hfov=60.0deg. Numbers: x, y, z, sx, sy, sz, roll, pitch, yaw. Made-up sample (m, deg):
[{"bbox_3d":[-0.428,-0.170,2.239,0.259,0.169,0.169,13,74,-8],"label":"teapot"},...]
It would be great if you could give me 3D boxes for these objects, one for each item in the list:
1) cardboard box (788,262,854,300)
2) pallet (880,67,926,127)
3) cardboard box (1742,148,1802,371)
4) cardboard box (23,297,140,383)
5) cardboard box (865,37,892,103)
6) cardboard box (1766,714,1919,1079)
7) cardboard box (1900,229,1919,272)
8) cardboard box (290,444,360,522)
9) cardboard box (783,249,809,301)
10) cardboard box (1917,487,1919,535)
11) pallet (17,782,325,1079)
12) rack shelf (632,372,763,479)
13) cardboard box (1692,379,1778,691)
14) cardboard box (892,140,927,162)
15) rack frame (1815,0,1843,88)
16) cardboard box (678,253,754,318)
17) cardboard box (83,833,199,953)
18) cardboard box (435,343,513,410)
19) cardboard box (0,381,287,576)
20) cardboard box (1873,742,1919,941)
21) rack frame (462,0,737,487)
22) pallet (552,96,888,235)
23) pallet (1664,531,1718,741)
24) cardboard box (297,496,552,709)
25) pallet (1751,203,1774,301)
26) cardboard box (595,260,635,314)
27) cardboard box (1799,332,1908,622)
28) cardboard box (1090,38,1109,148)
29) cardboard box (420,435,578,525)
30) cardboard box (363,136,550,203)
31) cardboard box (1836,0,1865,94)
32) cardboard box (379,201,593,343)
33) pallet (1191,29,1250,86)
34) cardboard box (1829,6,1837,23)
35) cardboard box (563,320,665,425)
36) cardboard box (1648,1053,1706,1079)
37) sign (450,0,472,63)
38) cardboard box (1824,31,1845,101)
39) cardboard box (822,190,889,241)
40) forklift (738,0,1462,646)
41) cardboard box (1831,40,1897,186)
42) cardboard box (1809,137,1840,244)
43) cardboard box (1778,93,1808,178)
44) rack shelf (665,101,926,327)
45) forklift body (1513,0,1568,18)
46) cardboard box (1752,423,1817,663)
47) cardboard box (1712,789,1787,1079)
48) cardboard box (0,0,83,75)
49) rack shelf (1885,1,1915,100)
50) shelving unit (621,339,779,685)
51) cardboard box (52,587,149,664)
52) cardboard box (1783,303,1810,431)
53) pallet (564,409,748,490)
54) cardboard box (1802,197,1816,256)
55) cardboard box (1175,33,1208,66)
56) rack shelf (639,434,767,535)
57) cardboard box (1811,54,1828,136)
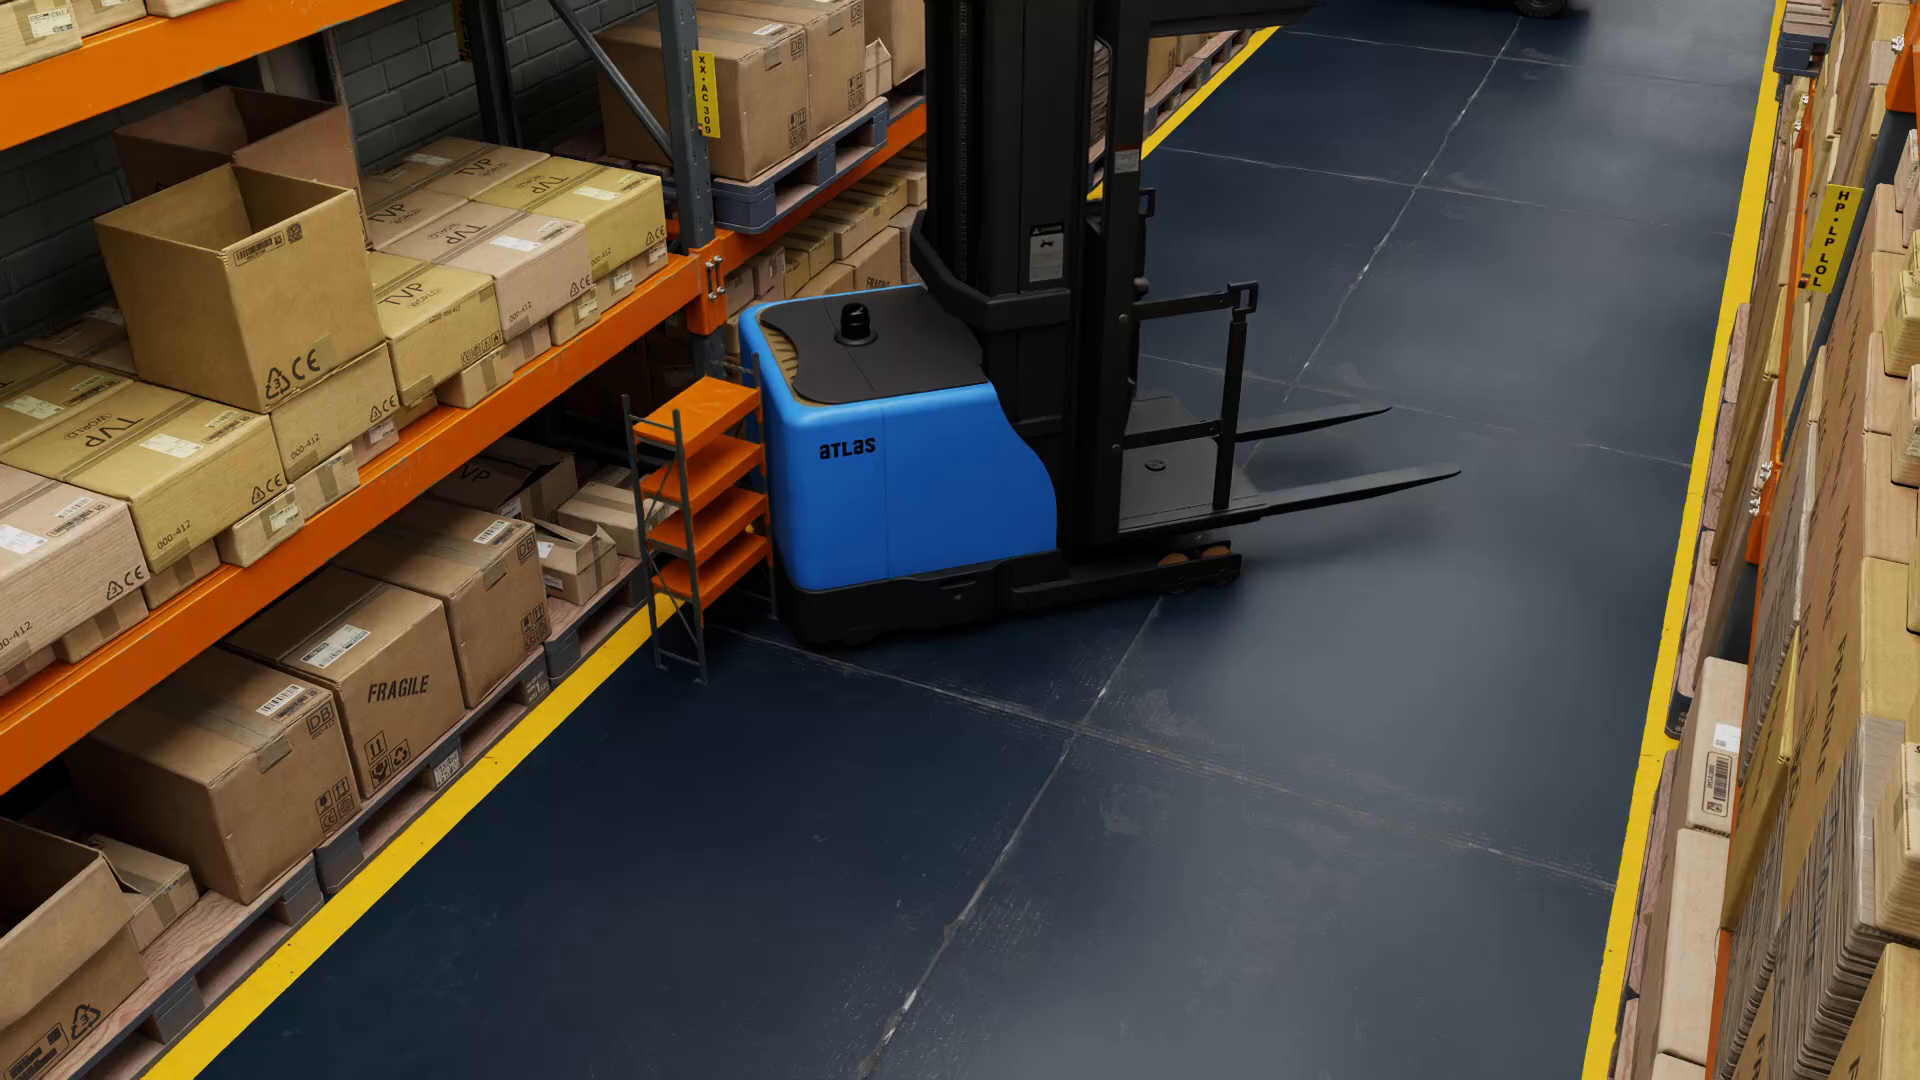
[{"bbox_3d":[-0.840,-1.033,7.987,0.500,0.500,0.500,14,36,20],"label":"cardboard box"},{"bbox_3d":[-0.597,-2.388,8.332,1.003,0.211,1.213,14,36,20],"label":"pallet"},{"bbox_3d":[4.358,-1.264,7.996,0.875,0.875,0.875,14,36,20],"label":"cardboard box"},{"bbox_3d":[-2.536,-0.568,5.246,0.500,0.250,0.500,14,36,20],"label":"cardboard box"},{"bbox_3d":[-0.531,-2.170,7.563,0.396,0.266,0.258,16,36,23],"label":"cardboard box"},{"bbox_3d":[1.553,0.661,2.503,0.500,0.500,0.500,14,36,21],"label":"cardboard box"},{"bbox_3d":[2.360,-0.565,3.781,0.380,0.149,0.250,14,36,20],"label":"cardboard box"},{"bbox_3d":[-2.072,-0.216,5.073,0.380,0.149,0.250,15,36,22],"label":"cardboard box"},{"bbox_3d":[-0.926,-1.251,7.728,0.380,0.149,0.250,12,35,18],"label":"cardboard box"},{"bbox_3d":[1.955,-0.048,2.992,0.380,0.149,0.250,15,36,22],"label":"cardboard box"},{"bbox_3d":[-2.770,1.277,5.110,1.003,0.211,1.213,14,36,20],"label":"pallet"},{"bbox_3d":[-0.964,-0.424,6.086,0.258,0.148,0.480,17,37,23],"label":"rack shelf"},{"bbox_3d":[3.236,0.076,5.953,0.875,0.875,0.875,15,36,22],"label":"cardboard box"},{"bbox_3d":[-0.256,-2.026,8.910,0.380,0.149,0.250,14,36,20],"label":"cardboard box"},{"bbox_3d":[4.723,-2.301,8.024,1.000,3.000,0.127,14,36,20],"label":"rack frame"},{"bbox_3d":[-1.124,-1.104,7.231,0.380,0.149,0.250,14,36,20],"label":"cardboard box"},{"bbox_3d":[-2.579,1.077,5.089,0.380,0.149,0.250,13,35,19],"label":"cardboard box"},{"bbox_3d":[-1.757,-0.597,5.654,0.380,0.149,0.250,14,36,20],"label":"cardboard box"},{"bbox_3d":[-2.280,-0.184,4.661,0.500,0.250,0.500,13,36,20],"label":"cardboard box"},{"bbox_3d":[1.460,0.447,2.238,0.380,0.149,0.250,14,36,20],"label":"cardboard box"},{"bbox_3d":[-1.461,-1.446,6.720,1.000,3.000,0.127,14,36,20],"label":"rack frame"},{"bbox_3d":[-1.027,-1.739,7.341,1.003,0.211,1.213,14,36,20],"label":"pallet"},{"bbox_3d":[3.303,0.455,6.363,1.003,0.211,1.213,14,36,20],"label":"pallet"},{"bbox_3d":[-1.965,0.199,6.108,0.700,0.500,0.500,13,35,19],"label":"cardboard box"},{"bbox_3d":[5.051,-1.524,9.382,1.003,0.211,1.213,14,36,20],"label":"pallet"},{"bbox_3d":[-1.454,-0.990,6.253,0.380,0.149,0.250,15,36,22],"label":"cardboard box"},{"bbox_3d":[2.188,-0.085,3.641,0.500,0.500,0.500,15,36,21],"label":"cardboard box"},{"bbox_3d":[0.486,-2.928,10.763,0.875,0.625,0.625,15,36,22],"label":"cardboard box"},{"bbox_3d":[-1.952,-0.223,6.923,0.500,0.311,0.500,15,36,22],"label":"cardboard box"},{"bbox_3d":[-1.913,-1.323,6.398,0.500,0.250,0.500,14,36,20],"label":"cardboard box"},{"bbox_3d":[3.865,-2.069,6.666,0.500,0.500,0.500,15,36,22],"label":"cardboard box"},{"bbox_3d":[-1.648,-0.945,5.822,0.500,0.250,0.500,14,36,21],"label":"cardboard box"},{"bbox_3d":[1.613,-3.889,12.988,1.003,0.211,1.213,14,36,20],"label":"pallet"},{"bbox_3d":[4.693,-2.739,8.538,0.380,0.149,0.250,15,36,21],"label":"cardboard box"},{"bbox_3d":[-1.524,-0.889,7.767,0.500,0.500,0.500,14,36,20],"label":"cardboard box"},{"bbox_3d":[1.936,1.769,3.770,0.875,0.438,0.875,15,36,22],"label":"cardboard box"},{"bbox_3d":[-1.966,-2.056,6.594,0.100,0.325,0.005,14,36,20],"label":"sign"},{"bbox_3d":[4.069,-1.995,7.238,0.500,0.250,0.500,15,36,22],"label":"cardboard box"},{"bbox_3d":[-0.580,-1.630,8.305,0.380,0.149,0.250,15,36,22],"label":"cardboard box"},{"bbox_3d":[0.663,-1.269,6.513,3.031,2.935,1.130,-10,34,-14],"label":"forklift"},{"bbox_3d":[3.218,-1.309,5.507,0.500,0.500,0.500,15,36,21],"label":"cardboard box"},{"bbox_3d":[3.426,-1.241,6.088,0.500,0.250,0.500,15,36,22],"label":"cardboard box"},{"bbox_3d":[5.592,-2.403,10.193,0.950,0.372,0.625,15,36,22],"label":"cardboard box"},{"bbox_3d":[-0.624,-2.141,8.436,1.077,0.370,4.000,14,36,20],"label":"rack shelf"},{"bbox_3d":[4.423,-5.705,13.989,2.313,2.155,1.214,14,36,20],"label":"forklift body"},{"bbox_3d":[2.401,0.072,4.313,0.500,0.500,0.500,14,36,21],"label":"cardboard box"},{"bbox_3d":[1.767,0.835,3.150,0.500,0.500,0.500,15,36,22],"label":"cardboard box"},{"bbox_3d":[-2.280,-1.202,3.841,0.380,0.149,0.250,14,36,20],"label":"cardboard box"},{"bbox_3d":[3.886,-2.259,5.880,1.077,0.370,4.000,14,36,20],"label":"rack shelf"},{"bbox_3d":[-0.964,-0.095,6.301,0.258,1.200,0.503,17,37,23],"label":"shelving unit"},{"bbox_3d":[-2.443,0.162,4.496,0.380,0.149,0.250,15,36,22],"label":"cardboard box"},{"bbox_3d":[3.008,-0.528,5.456,0.500,0.250,0.500,13,36,19],"label":"cardboard box"},{"bbox_3d":[-1.155,-0.694,8.116,1.003,0.211,1.213,14,36,20],"label":"pallet"},{"bbox_3d":[3.662,-1.286,6.613,0.500,0.250,0.500,14,36,20],"label":"cardboard box"},{"bbox_3d":[1.346,-3.966,12.345,0.875,0.625,0.625,14,36,20],"label":"cardboard box"},{"bbox_3d":[-0.964,-0.226,6.215,0.258,0.148,0.480,17,37,23],"label":"rack shelf"},{"bbox_3d":[4.289,-2.053,7.782,0.500,0.250,0.500,14,36,20],"label":"cardboard box"}]
